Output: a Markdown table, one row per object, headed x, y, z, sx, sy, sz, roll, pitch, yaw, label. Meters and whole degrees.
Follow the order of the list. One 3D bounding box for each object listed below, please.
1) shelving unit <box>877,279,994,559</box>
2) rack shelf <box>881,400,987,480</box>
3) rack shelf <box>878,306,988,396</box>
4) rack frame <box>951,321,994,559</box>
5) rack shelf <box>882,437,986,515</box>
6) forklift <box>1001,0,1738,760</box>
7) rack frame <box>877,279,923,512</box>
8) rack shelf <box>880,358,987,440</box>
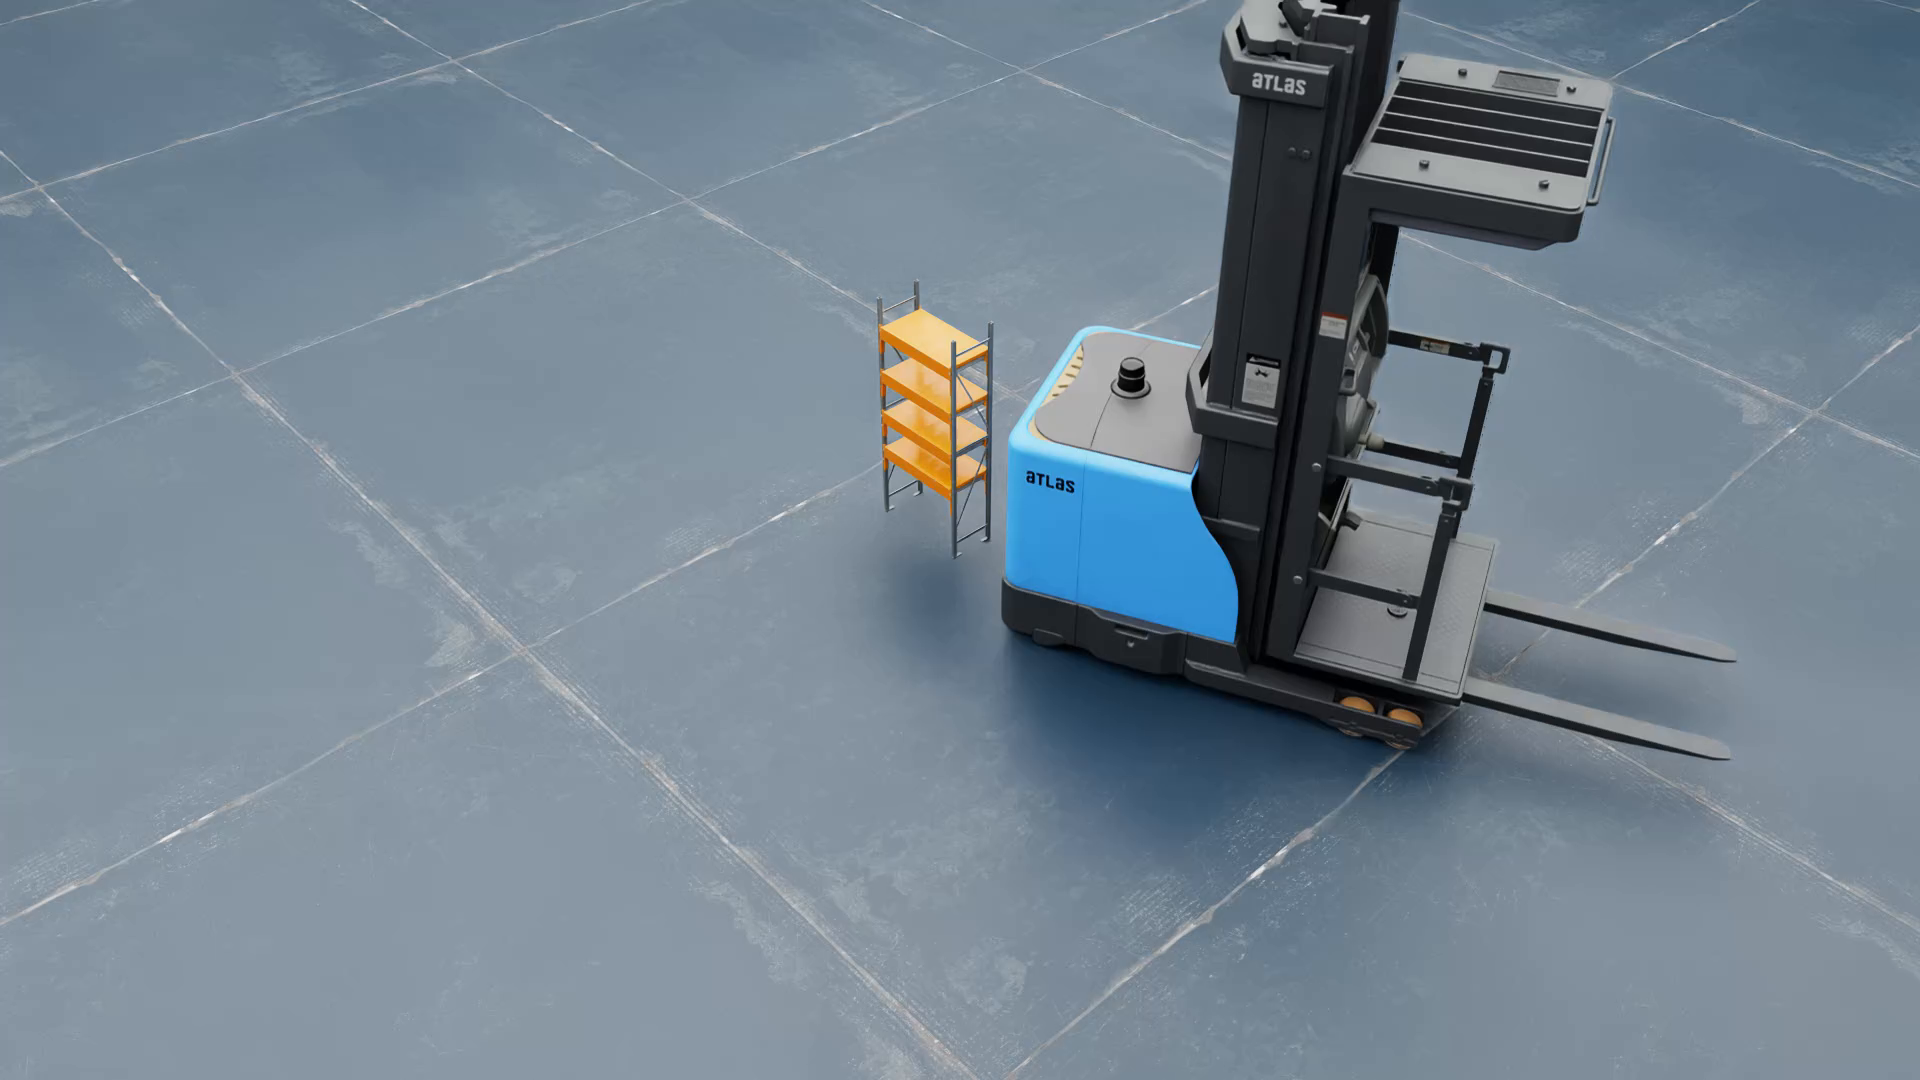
| x | y | z | sx | sy | sz | roll | pitch | yaw | label |
| --- | --- | --- | --- | --- | --- | --- | --- | --- | --- |
| -0.112 | -0.543 | 7.676 | 0.258 | 1.200 | 0.503 | -30 | 48 | -32 | shelving unit |
| -0.112 | -0.491 | 7.718 | 0.258 | 0.148 | 0.480 | -30 | 48 | -32 | rack shelf |
| -0.112 | -0.849 | 7.429 | 0.258 | 0.148 | 0.480 | -30 | 48 | -32 | rack shelf |
| 0.053 | -0.430 | 7.536 | 0.240 | 1.200 | 0.015 | -30 | 48 | -32 | rack frame |
| -0.112 | -0.337 | 7.843 | 0.258 | 0.148 | 0.480 | -30 | 48 | -32 | rack shelf |
| 1.752 | -0.656 | 6.438 | 3.031 | 2.935 | 1.130 | 14 | 41 | 17 | forklift |
| -0.277 | -0.656 | 7.816 | 0.240 | 1.200 | 0.015 | -30 | 48 | -32 | rack frame |
| -0.112 | -0.665 | 7.577 | 0.258 | 0.148 | 0.480 | -30 | 48 | -32 | rack shelf |
